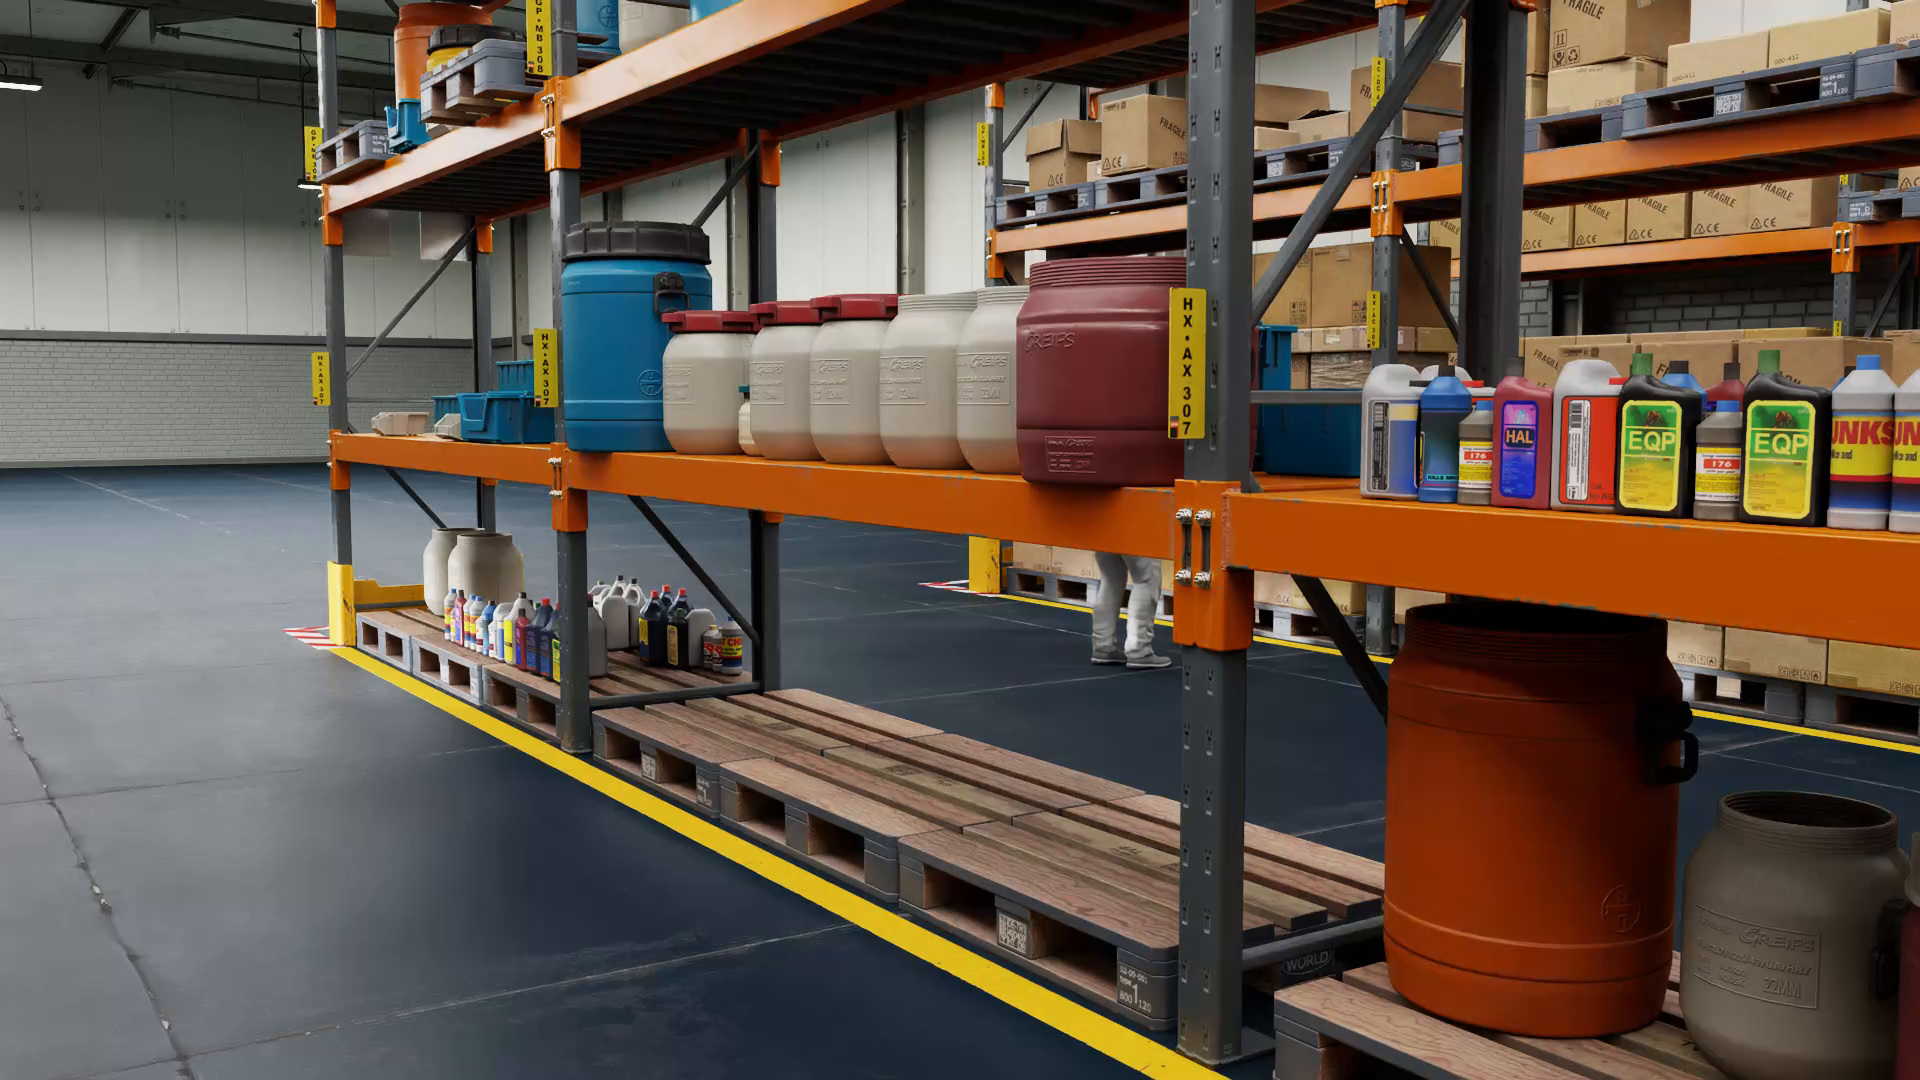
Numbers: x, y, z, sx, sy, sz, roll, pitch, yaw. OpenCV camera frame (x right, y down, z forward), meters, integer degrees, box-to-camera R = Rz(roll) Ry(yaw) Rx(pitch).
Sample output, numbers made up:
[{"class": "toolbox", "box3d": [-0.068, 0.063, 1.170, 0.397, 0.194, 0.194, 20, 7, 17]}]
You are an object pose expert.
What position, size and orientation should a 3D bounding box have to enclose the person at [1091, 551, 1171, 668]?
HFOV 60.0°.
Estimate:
[{"class": "person", "box3d": [0.986, -0.110, 9.437, 0.515, 1.653, 0.447, -3, 6, -34]}]
